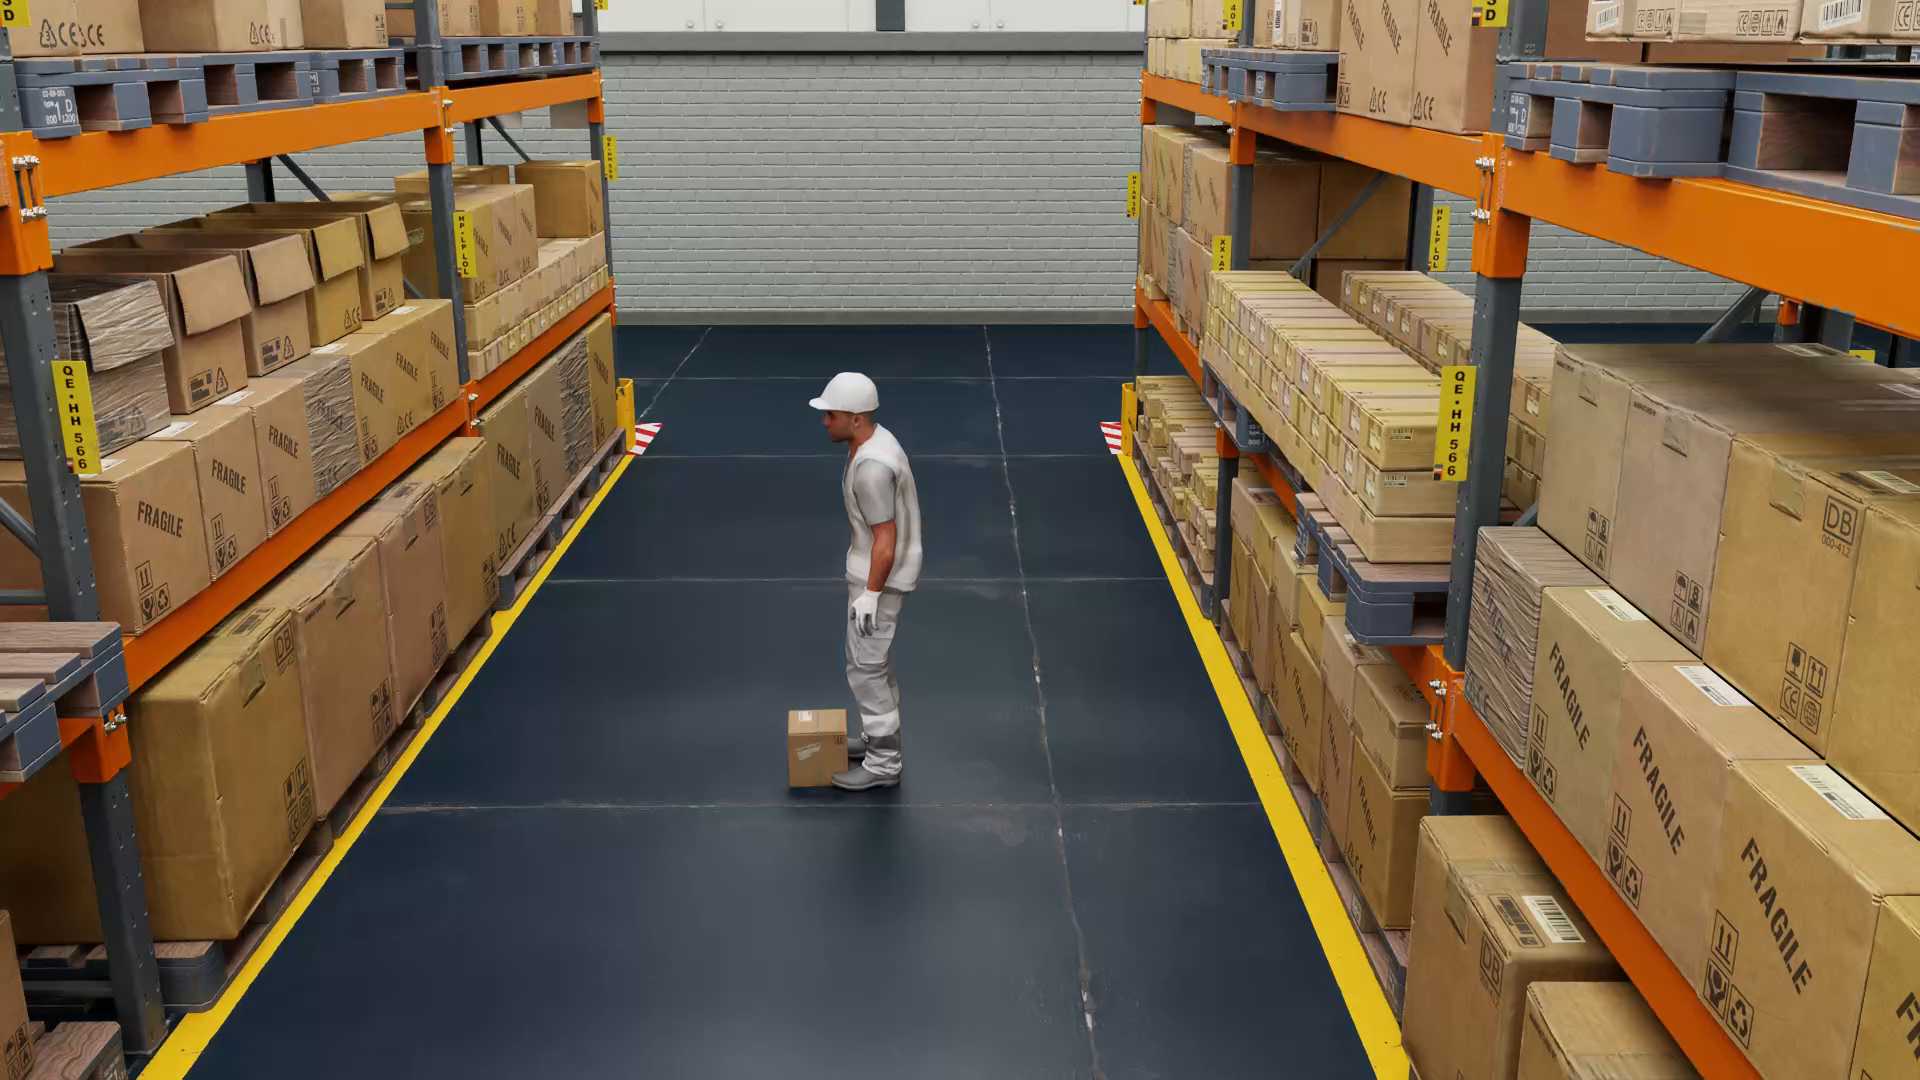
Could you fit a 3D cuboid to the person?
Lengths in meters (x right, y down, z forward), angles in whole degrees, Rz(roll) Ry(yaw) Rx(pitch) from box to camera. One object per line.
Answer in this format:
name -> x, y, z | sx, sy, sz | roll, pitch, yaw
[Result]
person -> -0.385, 0.170, 6.962 | 0.451, 1.778, 0.611 | -1, 17, -4
